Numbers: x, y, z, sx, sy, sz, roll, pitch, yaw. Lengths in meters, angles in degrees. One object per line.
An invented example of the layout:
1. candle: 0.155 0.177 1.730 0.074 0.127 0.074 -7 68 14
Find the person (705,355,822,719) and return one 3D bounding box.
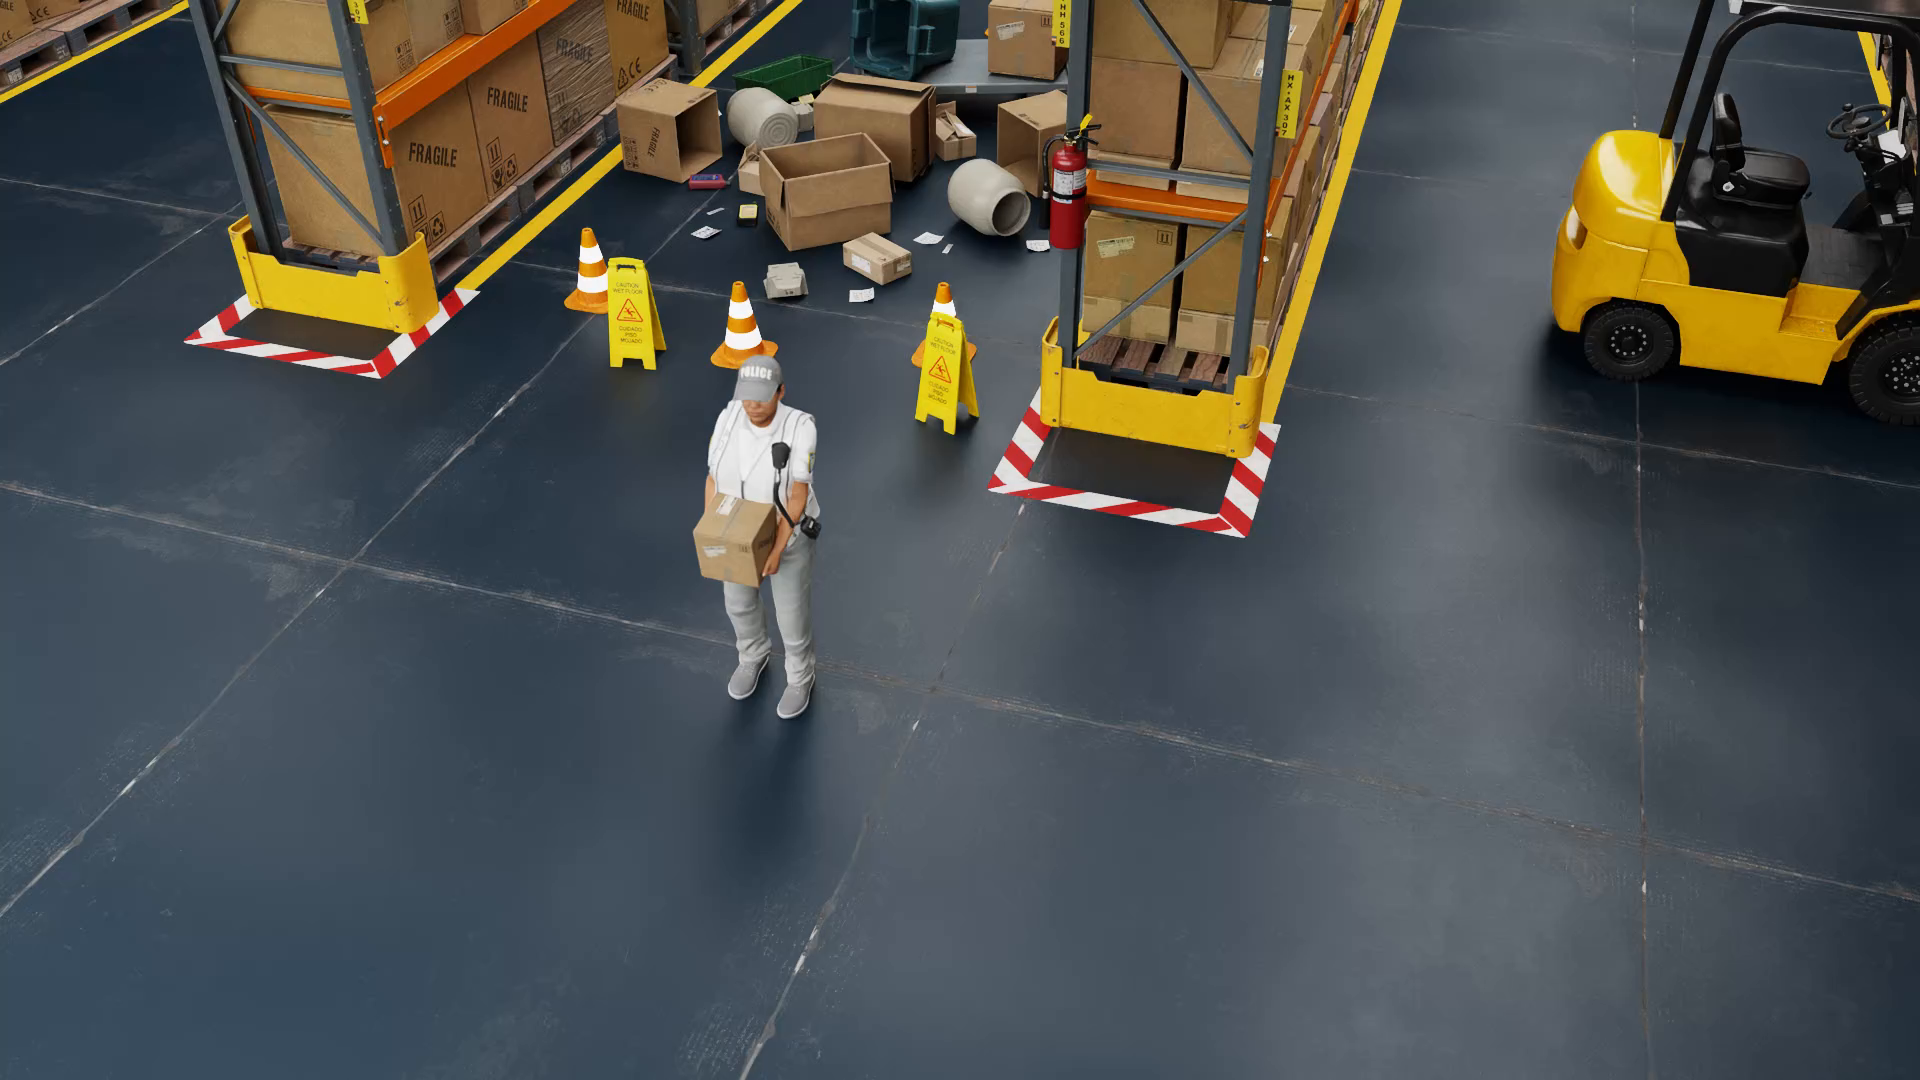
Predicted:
1. person: -0.820 0.012 6.880 0.452 1.662 0.544 11 39 14
